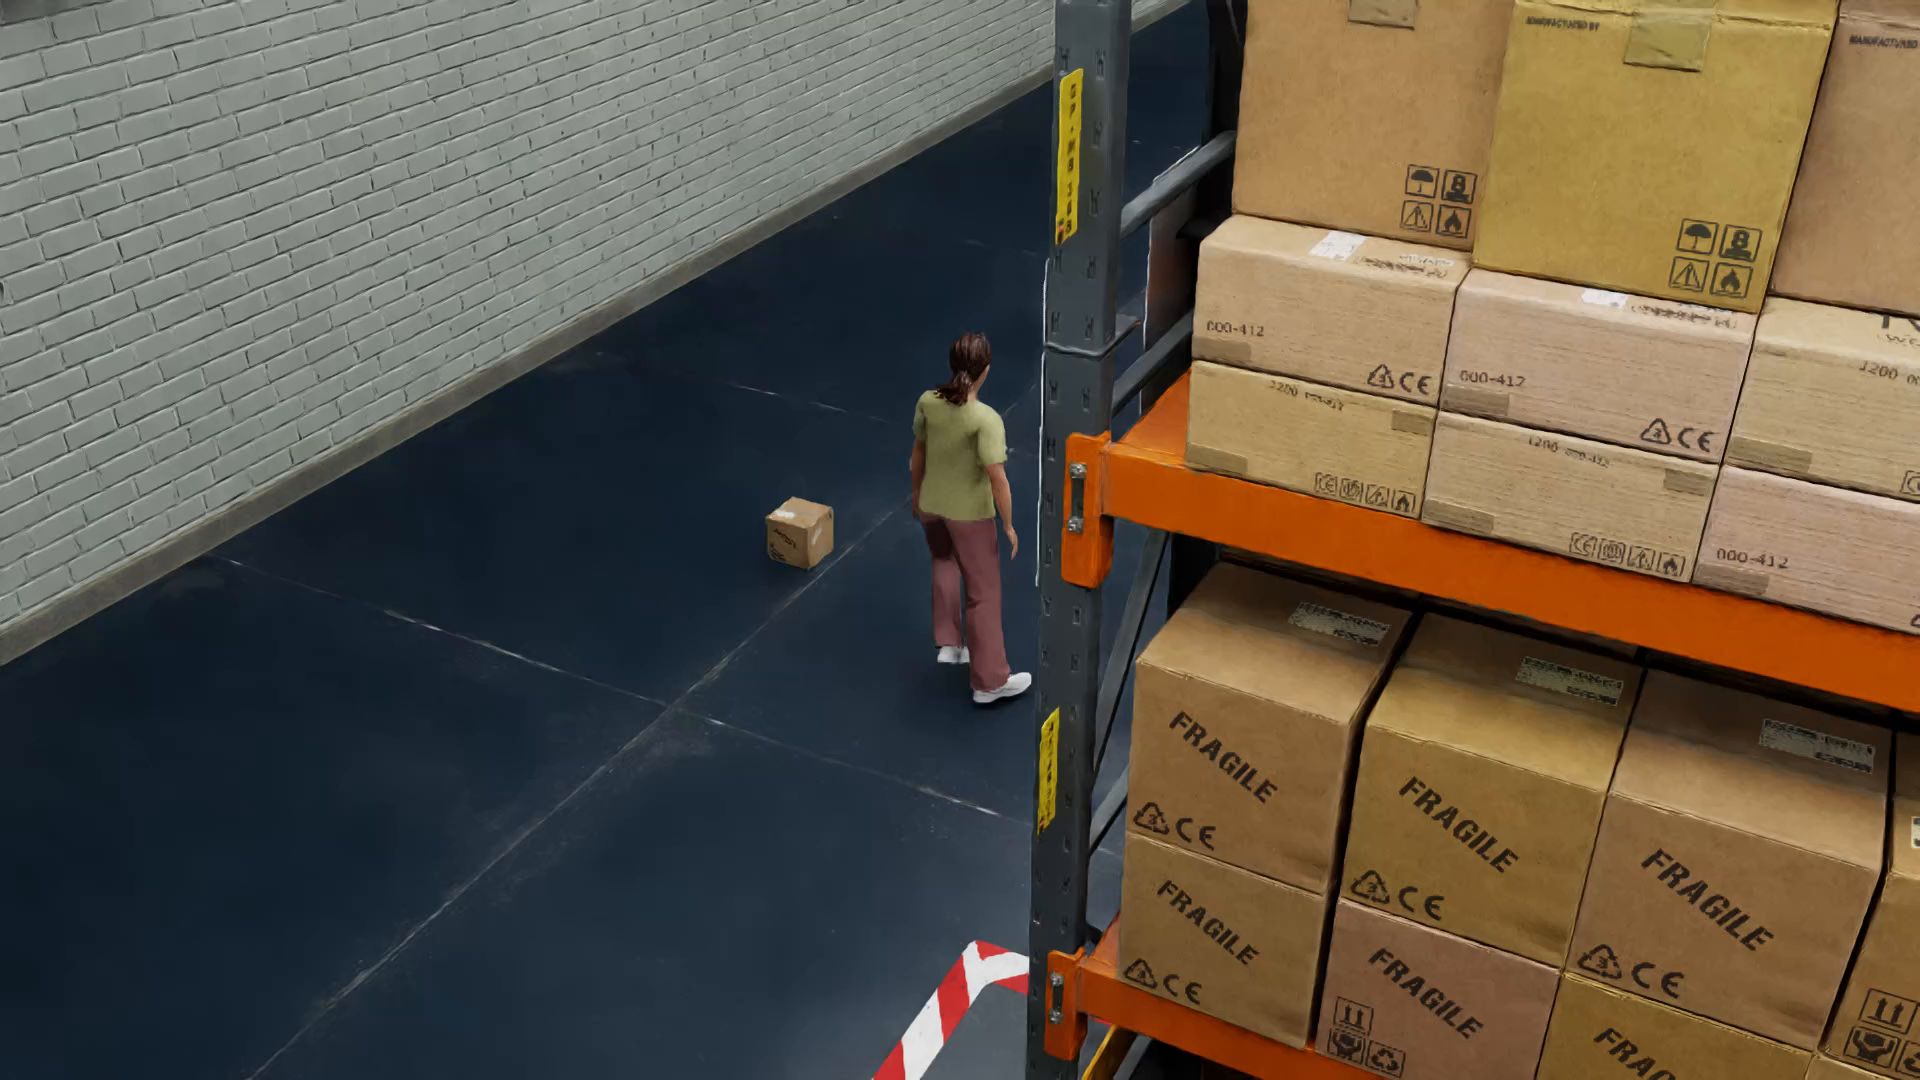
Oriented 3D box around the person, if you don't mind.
[{"bbox_3d":[0.026,-0.107,7.276,0.636,1.661,0.402,18,35,28],"label":"person"}]
